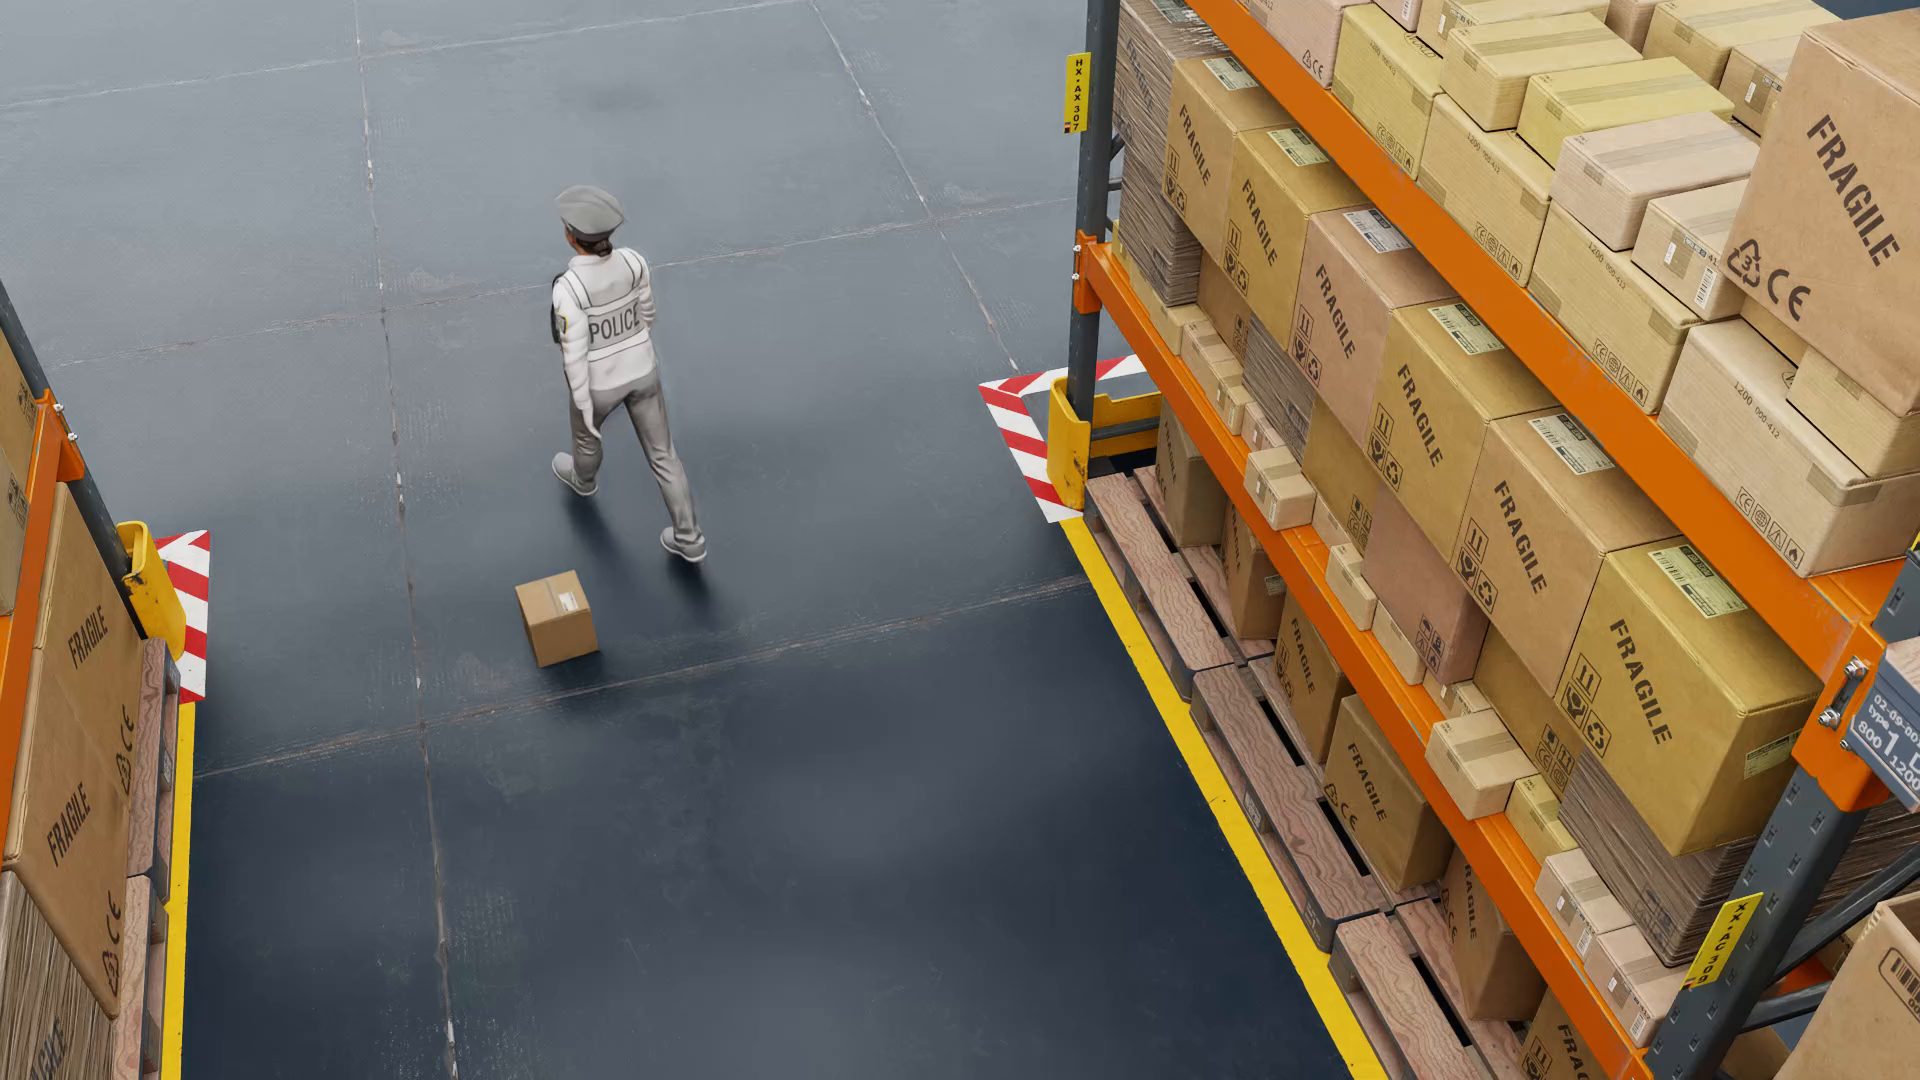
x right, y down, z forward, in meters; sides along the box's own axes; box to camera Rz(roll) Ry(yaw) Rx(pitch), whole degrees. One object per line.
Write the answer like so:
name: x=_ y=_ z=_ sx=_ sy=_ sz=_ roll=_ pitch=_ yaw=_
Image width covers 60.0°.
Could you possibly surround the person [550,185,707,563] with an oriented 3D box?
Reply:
person: x=-1.450 y=-0.719 z=6.920 sx=0.481 sy=1.617 sz=1.016 roll=-27 pitch=49 yaw=-26
